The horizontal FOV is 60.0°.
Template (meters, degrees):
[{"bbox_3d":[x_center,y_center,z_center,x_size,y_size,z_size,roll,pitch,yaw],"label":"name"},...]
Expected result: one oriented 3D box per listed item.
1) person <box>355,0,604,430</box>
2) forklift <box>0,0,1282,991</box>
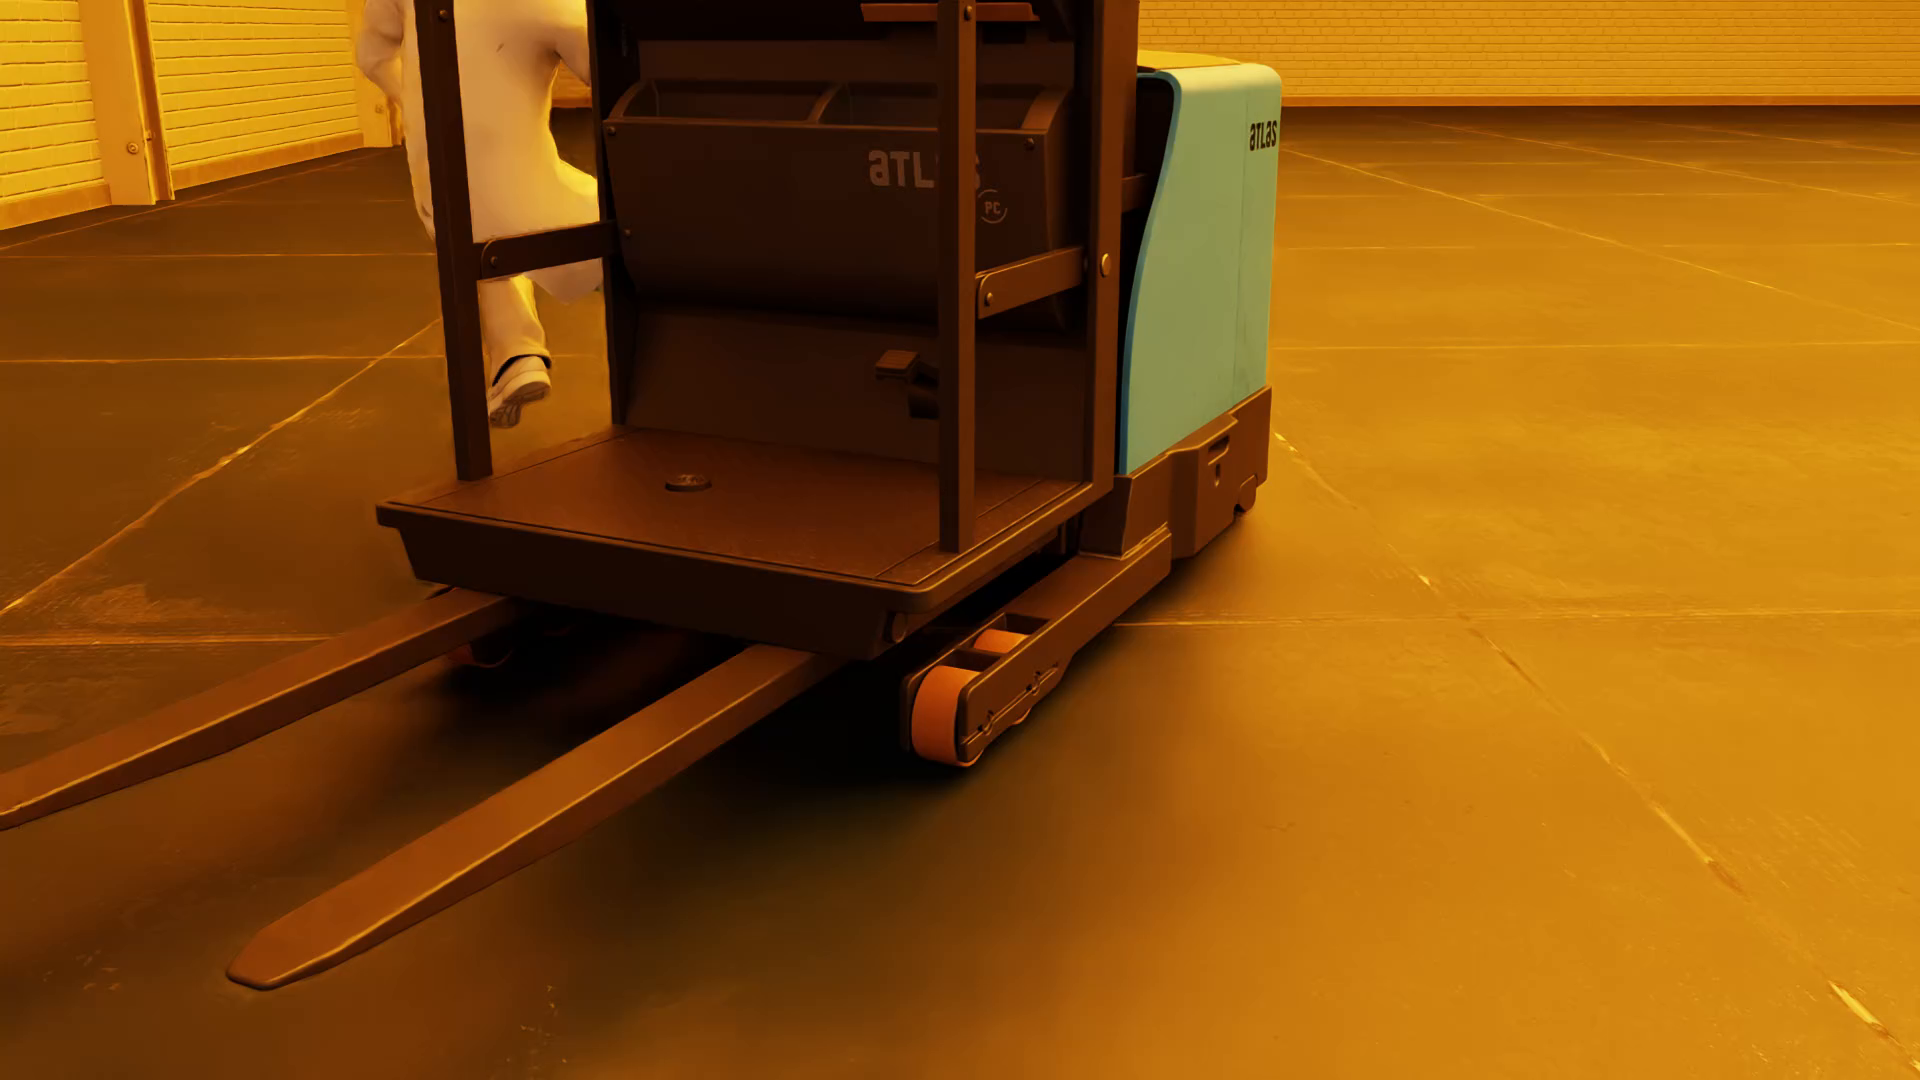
[{"bbox_3d":[-1.070,-0.973,4.379,0.854,1.599,0.757,6,18,20],"label":"person"},{"bbox_3d":[-0.332,-1.177,2.755,1.130,2.935,3.031,8,19,25],"label":"forklift"}]
